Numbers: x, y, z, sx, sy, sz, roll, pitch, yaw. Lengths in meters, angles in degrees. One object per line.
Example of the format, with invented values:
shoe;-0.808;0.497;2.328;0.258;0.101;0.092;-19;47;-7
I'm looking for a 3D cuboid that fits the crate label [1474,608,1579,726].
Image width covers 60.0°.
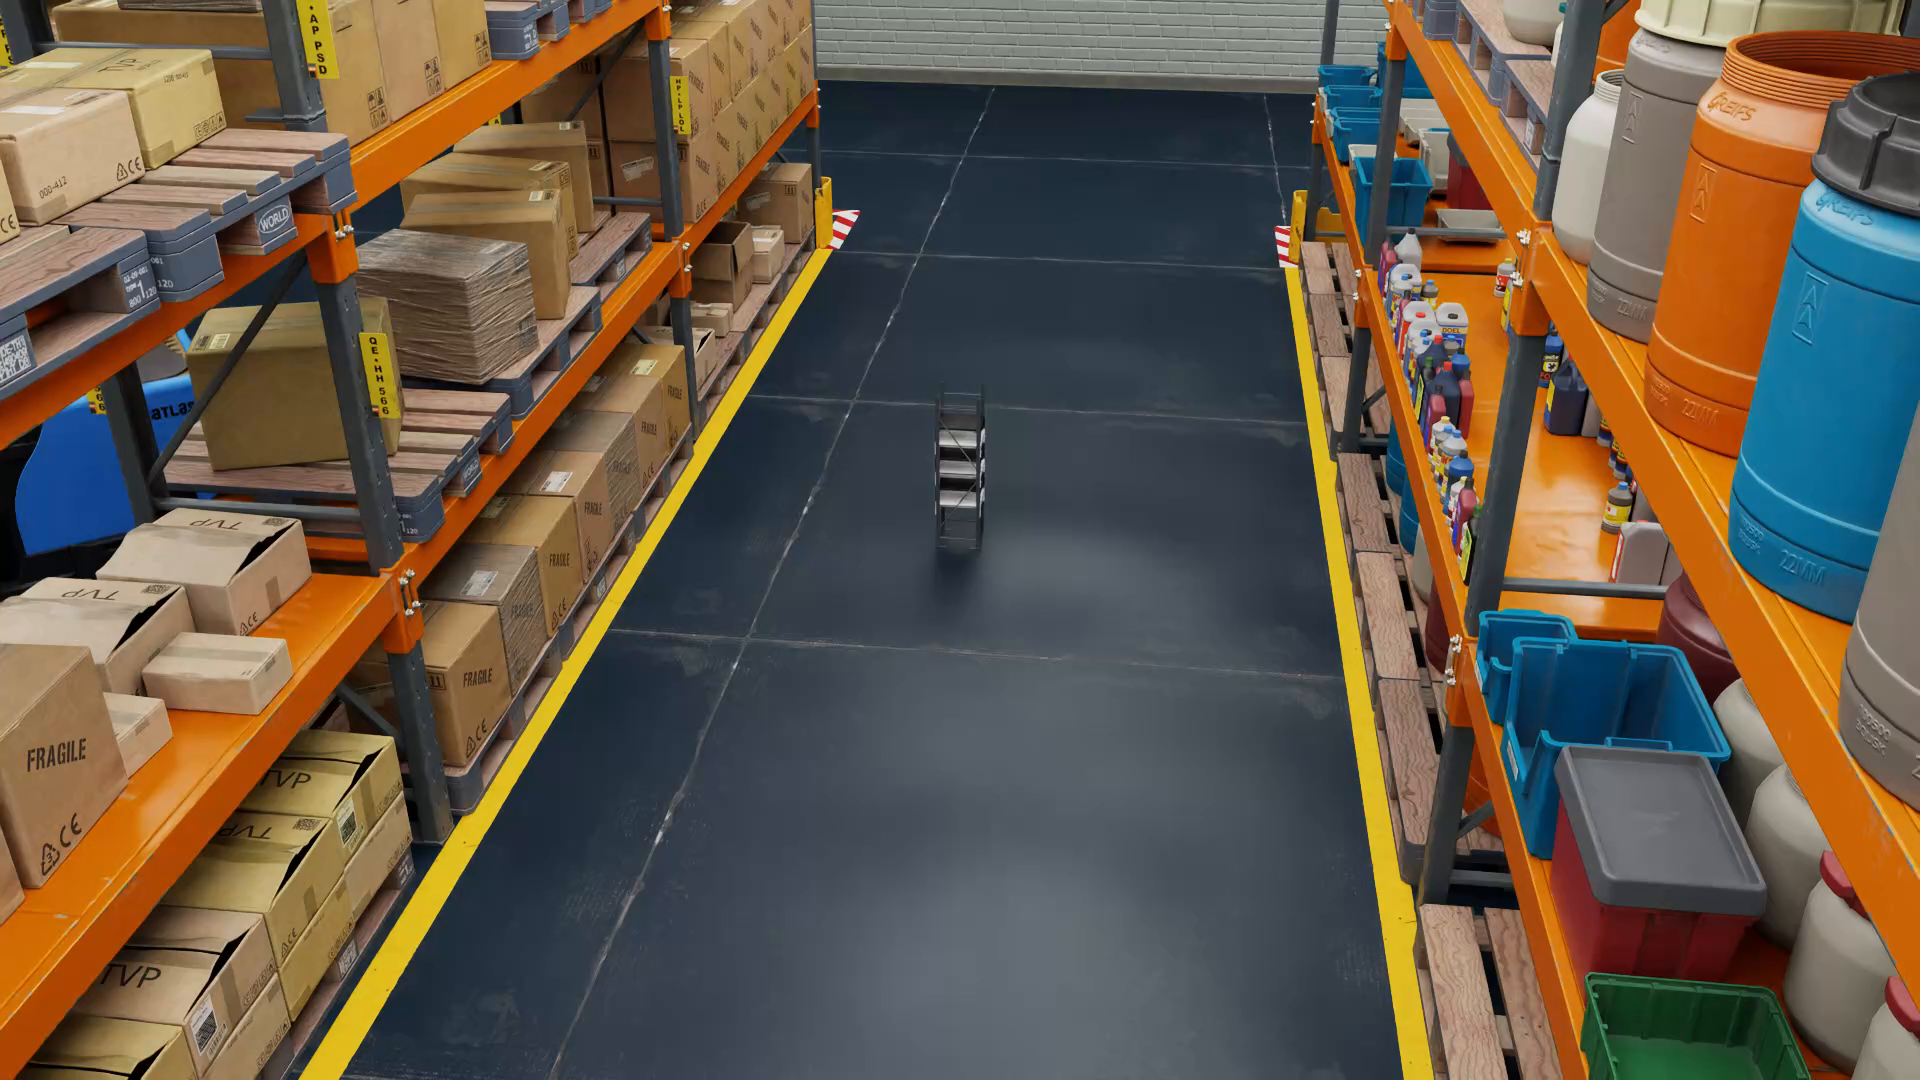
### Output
crate label;1.863;0.432;5.462;0.303;0.233;0.416;3;28;6

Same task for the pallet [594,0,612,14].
pallet;-2.289;-2.925;8.553;1.213;0.211;1.003;3;28;6

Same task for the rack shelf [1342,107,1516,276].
rack shelf;3.022;-2.412;11.116;0.919;0.124;3.809;3;28;6

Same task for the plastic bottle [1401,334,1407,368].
plastic bottle;2.187;-0.929;8.021;0.097;0.201;0.097;0;28;0

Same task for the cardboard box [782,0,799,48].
cardboard box;-1.492;-3.894;12.156;0.500;0.500;0.500;4;29;8

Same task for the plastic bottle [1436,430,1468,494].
plastic bottle;2.021;-0.322;6.820;0.097;0.271;0.097;0;28;0

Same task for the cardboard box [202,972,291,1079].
cardboard box;-2.576;1.659;5.464;0.500;0.250;0.500;4;29;7

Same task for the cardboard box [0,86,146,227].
cardboard box;-2.675;-1.082;4.649;0.500;0.250;0.500;4;29;8

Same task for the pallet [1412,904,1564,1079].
pallet;2.153;1.772;5.738;1.003;0.211;1.213;3;28;6

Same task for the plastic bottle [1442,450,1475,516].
plastic bottle;1.997;-0.230;6.650;0.097;0.271;0.097;0;28;0

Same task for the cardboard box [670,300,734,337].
cardboard box;-1.777;-1.530;11.450;0.380;0.166;0.250;3;28;6

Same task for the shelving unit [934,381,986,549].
shelving unit;0.001;-0.400;9.044;0.258;0.900;0.210;3;28;6

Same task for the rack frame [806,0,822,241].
rack frame;-1.649;-3.873;13.277;1.000;3.000;0.127;3;28;6

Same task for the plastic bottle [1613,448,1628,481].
plastic bottle;2.803;-0.388;6.944;0.097;0.271;0.097;0;28;0

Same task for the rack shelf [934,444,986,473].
rack shelf;0.001;-0.450;9.017;0.258;0.077;0.200;3;28;6

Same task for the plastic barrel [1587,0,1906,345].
plastic barrel;1.970;-0.985;4.225;0.600;0.901;0.600;0;28;0

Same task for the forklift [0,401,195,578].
forklift;-6.210;-0.753;7.558;5.027;2.935;1.260;-17;32;-28

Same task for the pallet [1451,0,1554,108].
pallet;2.642;-2.030;6.891;1.003;0.211;1.213;3;28;6

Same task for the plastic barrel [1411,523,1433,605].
plastic barrel;2.448;0.059;8.159;0.421;0.512;0.421;0;28;0

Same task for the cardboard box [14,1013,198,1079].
cardboard box;-2.634;1.650;4.889;0.500;0.311;0.500;4;29;8

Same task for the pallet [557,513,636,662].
pallet;-2.348;0.198;8.660;1.003;0.211;1.213;3;28;6

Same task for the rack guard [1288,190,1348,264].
rack guard;3.257;-2.495;13.355;1.175;0.500;0.348;3;28;6

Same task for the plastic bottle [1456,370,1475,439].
plastic bottle;2.218;-0.598;7.321;0.061;0.283;0.133;3;28;6

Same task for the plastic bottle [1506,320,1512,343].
plastic bottle;2.823;-1.149;8.272;0.144;0.351;0.185;3;28;6

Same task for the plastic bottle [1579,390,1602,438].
plastic bottle;2.830;-0.601;7.334;0.152;0.276;0.135;3;28;6

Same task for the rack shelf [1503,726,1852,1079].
rack shelf;2.041;1.323;4.109;0.919;0.052;3.809;3;28;6

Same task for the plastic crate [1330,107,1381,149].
plastic crate;2.748;-2.820;11.434;0.416;0.233;0.300;3;28;6

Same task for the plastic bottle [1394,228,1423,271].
plastic bottle;2.407;-1.513;8.948;0.144;0.351;0.185;3;28;6

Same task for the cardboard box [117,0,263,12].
cardboard box;-2.569;-2.117;5.695;0.500;0.500;0.500;3;28;6

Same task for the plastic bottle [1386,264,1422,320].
plastic bottle;2.297;-1.278;8.591;0.152;0.276;0.135;3;28;6

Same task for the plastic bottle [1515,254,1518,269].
plastic bottle;3.049;-1.442;8.895;0.152;0.276;0.135;3;28;6

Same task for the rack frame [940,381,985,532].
rack frame;0.013;-0.448;9.132;0.240;0.900;0.006;3;28;6

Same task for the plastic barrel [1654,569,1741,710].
plastic barrel;2.530;0.358;5.279;0.600;0.536;0.708;3;28;6

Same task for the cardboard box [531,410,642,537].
cardboard box;-2.046;-0.367;8.939;0.500;0.500;0.500;4;29;7

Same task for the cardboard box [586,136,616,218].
cardboard box;-2.332;-2.285;10.223;0.500;0.500;0.500;4;29;7

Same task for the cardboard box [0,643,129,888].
cardboard box;-2.818;0.639;4.796;0.500;0.500;0.500;2;28;3

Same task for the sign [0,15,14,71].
sign;-3.167;-1.688;5.513;0.100;0.325;0.005;3;28;6

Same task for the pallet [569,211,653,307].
pallet;-2.345;-1.536;9.141;1.003;0.211;1.213;3;28;6

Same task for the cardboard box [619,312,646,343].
cardboard box;-2.351;-1.368;10.799;0.500;0.500;0.500;3;28;6

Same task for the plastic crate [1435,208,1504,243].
plastic crate;2.975;-1.822;9.684;0.396;0.136;0.243;3;28;6

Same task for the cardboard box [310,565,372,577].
cardboard box;-2.745;-0.012;7.490;0.500;0.250;0.500;4;29;8

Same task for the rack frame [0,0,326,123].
rack frame;-2.629;-2.749;4.864;1.000;3.000;0.127;3;28;6

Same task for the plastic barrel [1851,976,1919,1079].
plastic barrel;2.221;1.222;3.676;0.433;0.535;0.433;0;28;0

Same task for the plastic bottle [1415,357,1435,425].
plastic bottle;2.092;-0.670;7.453;0.061;0.283;0.133;3;28;6

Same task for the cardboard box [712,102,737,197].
cardboard box;-1.747;-2.500;10.622;0.500;0.500;0.500;4;29;7

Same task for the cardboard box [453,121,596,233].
cardboard box;-2.419;-2.009;9.269;0.700;0.500;0.500;-6;29;-11

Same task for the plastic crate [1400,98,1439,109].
plastic crate;3.346;-3.100;12.056;0.396;0.136;0.243;3;28;6
